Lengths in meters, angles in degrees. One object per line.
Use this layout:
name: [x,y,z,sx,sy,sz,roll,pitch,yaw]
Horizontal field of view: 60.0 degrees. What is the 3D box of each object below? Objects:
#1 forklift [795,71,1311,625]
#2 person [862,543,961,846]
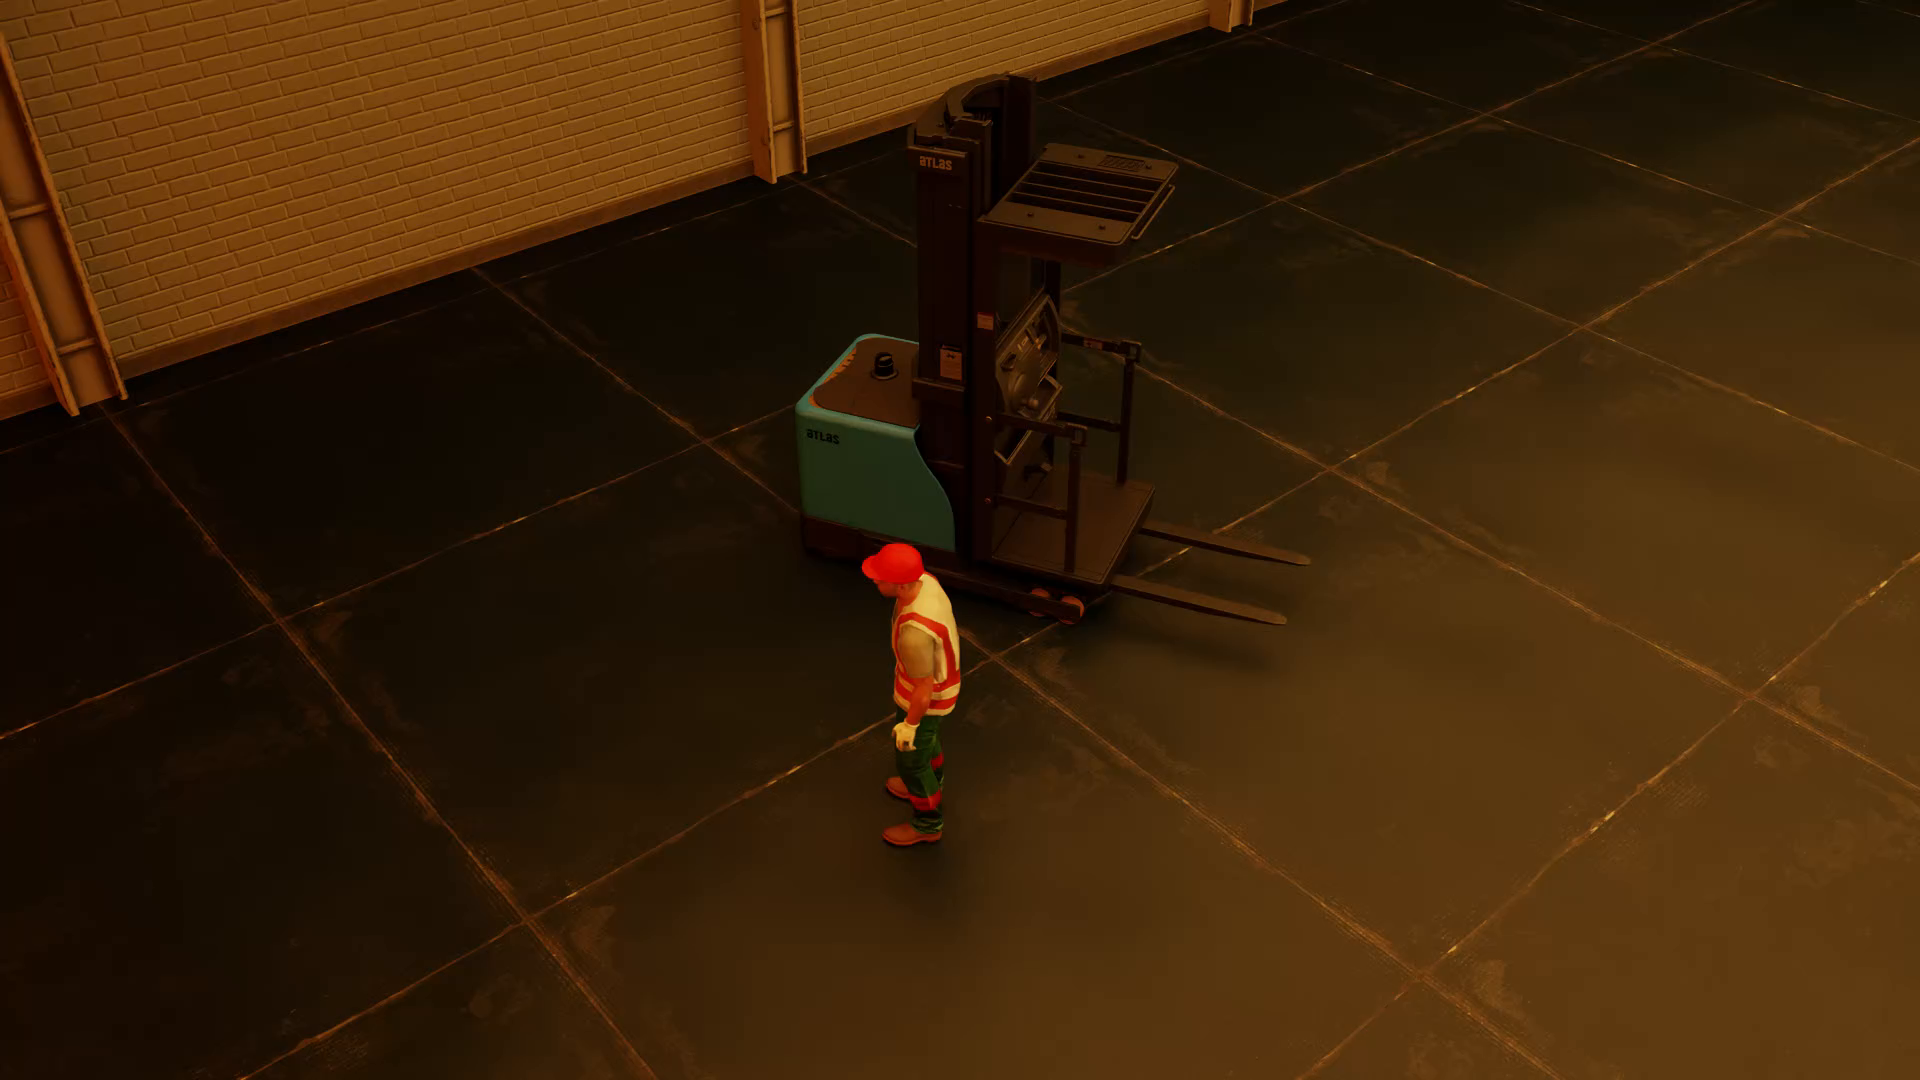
forklift: [0.577,-1.041,9.442,3.031,2.935,1.130,14,38,18]
person: [-0.221,0.732,8.005,0.450,1.780,0.623,1,36,1]
